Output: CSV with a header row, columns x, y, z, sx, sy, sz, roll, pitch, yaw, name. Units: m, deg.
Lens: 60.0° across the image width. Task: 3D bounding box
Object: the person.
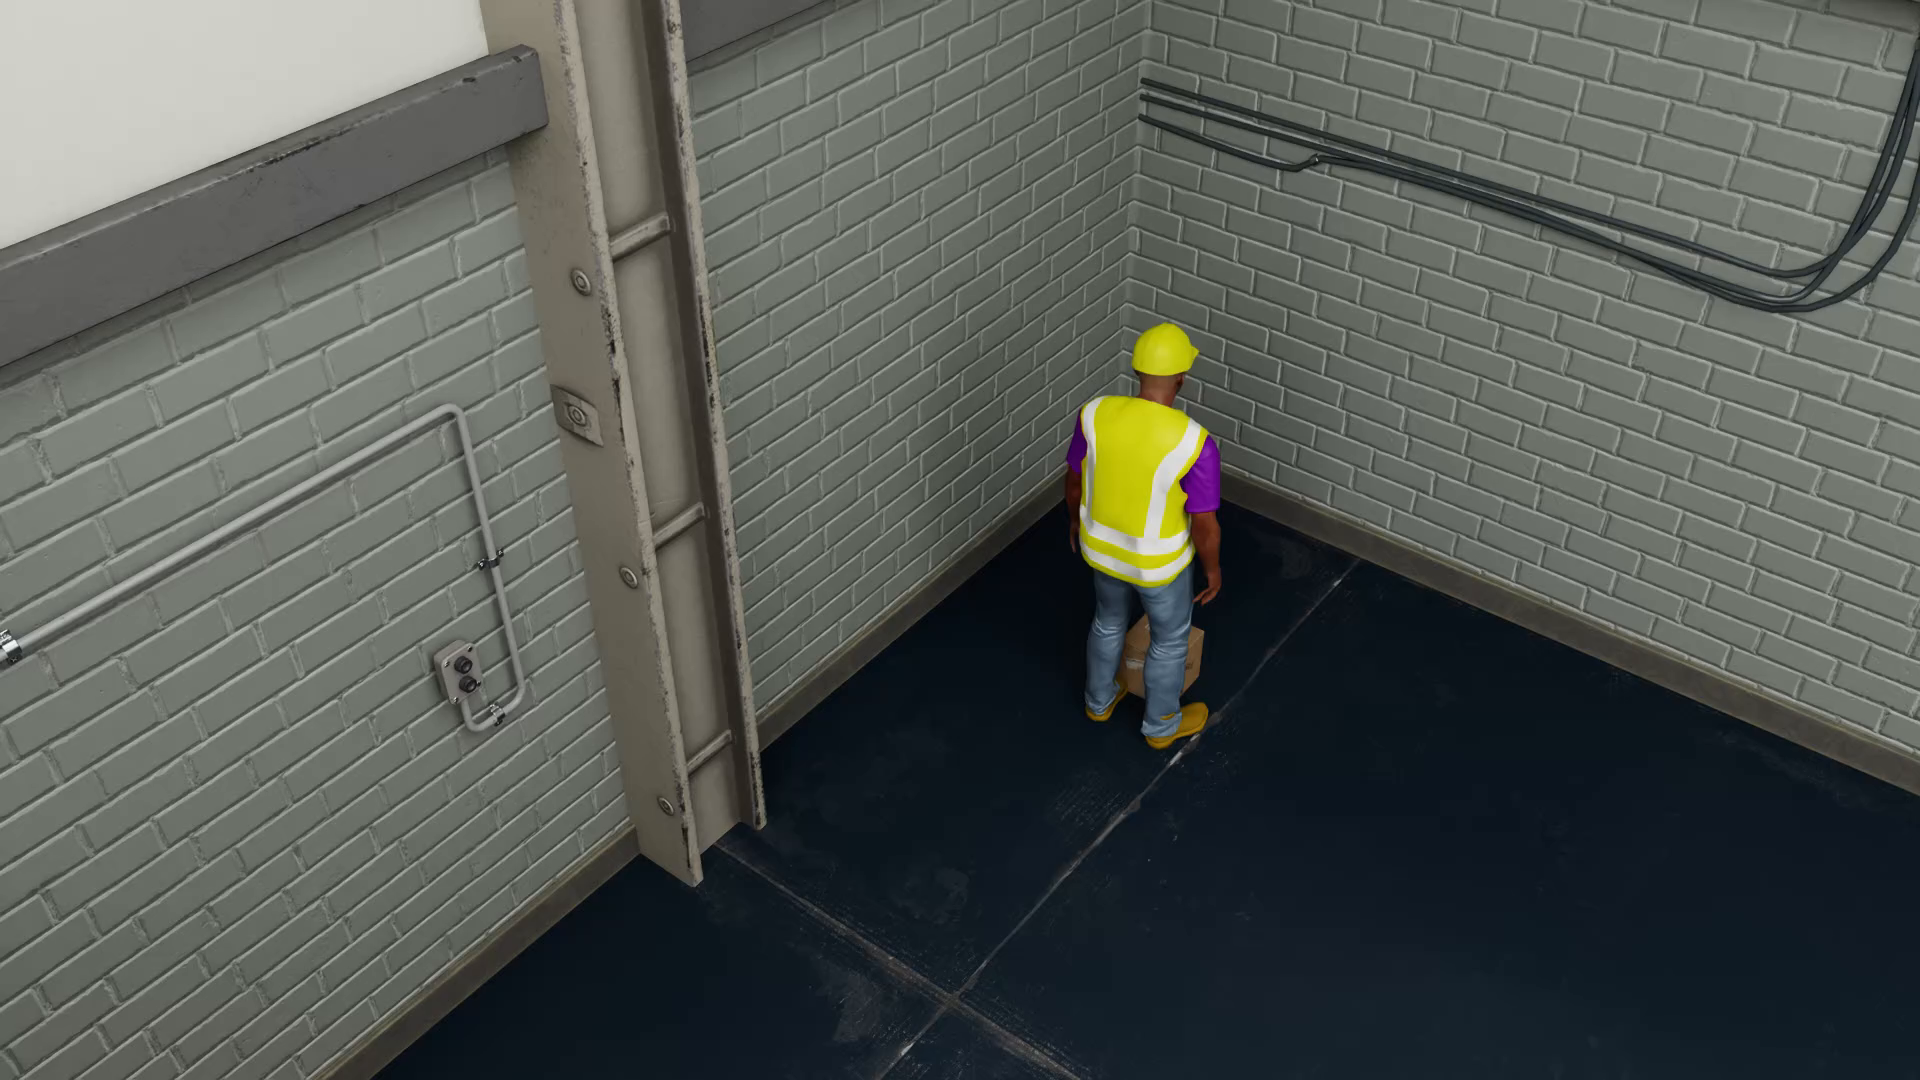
x,y,z,sx,sy,sz,roll,pitch,yaw,name
0.680,0.010,6.131,0.627,1.755,0.462,23,44,26,person
